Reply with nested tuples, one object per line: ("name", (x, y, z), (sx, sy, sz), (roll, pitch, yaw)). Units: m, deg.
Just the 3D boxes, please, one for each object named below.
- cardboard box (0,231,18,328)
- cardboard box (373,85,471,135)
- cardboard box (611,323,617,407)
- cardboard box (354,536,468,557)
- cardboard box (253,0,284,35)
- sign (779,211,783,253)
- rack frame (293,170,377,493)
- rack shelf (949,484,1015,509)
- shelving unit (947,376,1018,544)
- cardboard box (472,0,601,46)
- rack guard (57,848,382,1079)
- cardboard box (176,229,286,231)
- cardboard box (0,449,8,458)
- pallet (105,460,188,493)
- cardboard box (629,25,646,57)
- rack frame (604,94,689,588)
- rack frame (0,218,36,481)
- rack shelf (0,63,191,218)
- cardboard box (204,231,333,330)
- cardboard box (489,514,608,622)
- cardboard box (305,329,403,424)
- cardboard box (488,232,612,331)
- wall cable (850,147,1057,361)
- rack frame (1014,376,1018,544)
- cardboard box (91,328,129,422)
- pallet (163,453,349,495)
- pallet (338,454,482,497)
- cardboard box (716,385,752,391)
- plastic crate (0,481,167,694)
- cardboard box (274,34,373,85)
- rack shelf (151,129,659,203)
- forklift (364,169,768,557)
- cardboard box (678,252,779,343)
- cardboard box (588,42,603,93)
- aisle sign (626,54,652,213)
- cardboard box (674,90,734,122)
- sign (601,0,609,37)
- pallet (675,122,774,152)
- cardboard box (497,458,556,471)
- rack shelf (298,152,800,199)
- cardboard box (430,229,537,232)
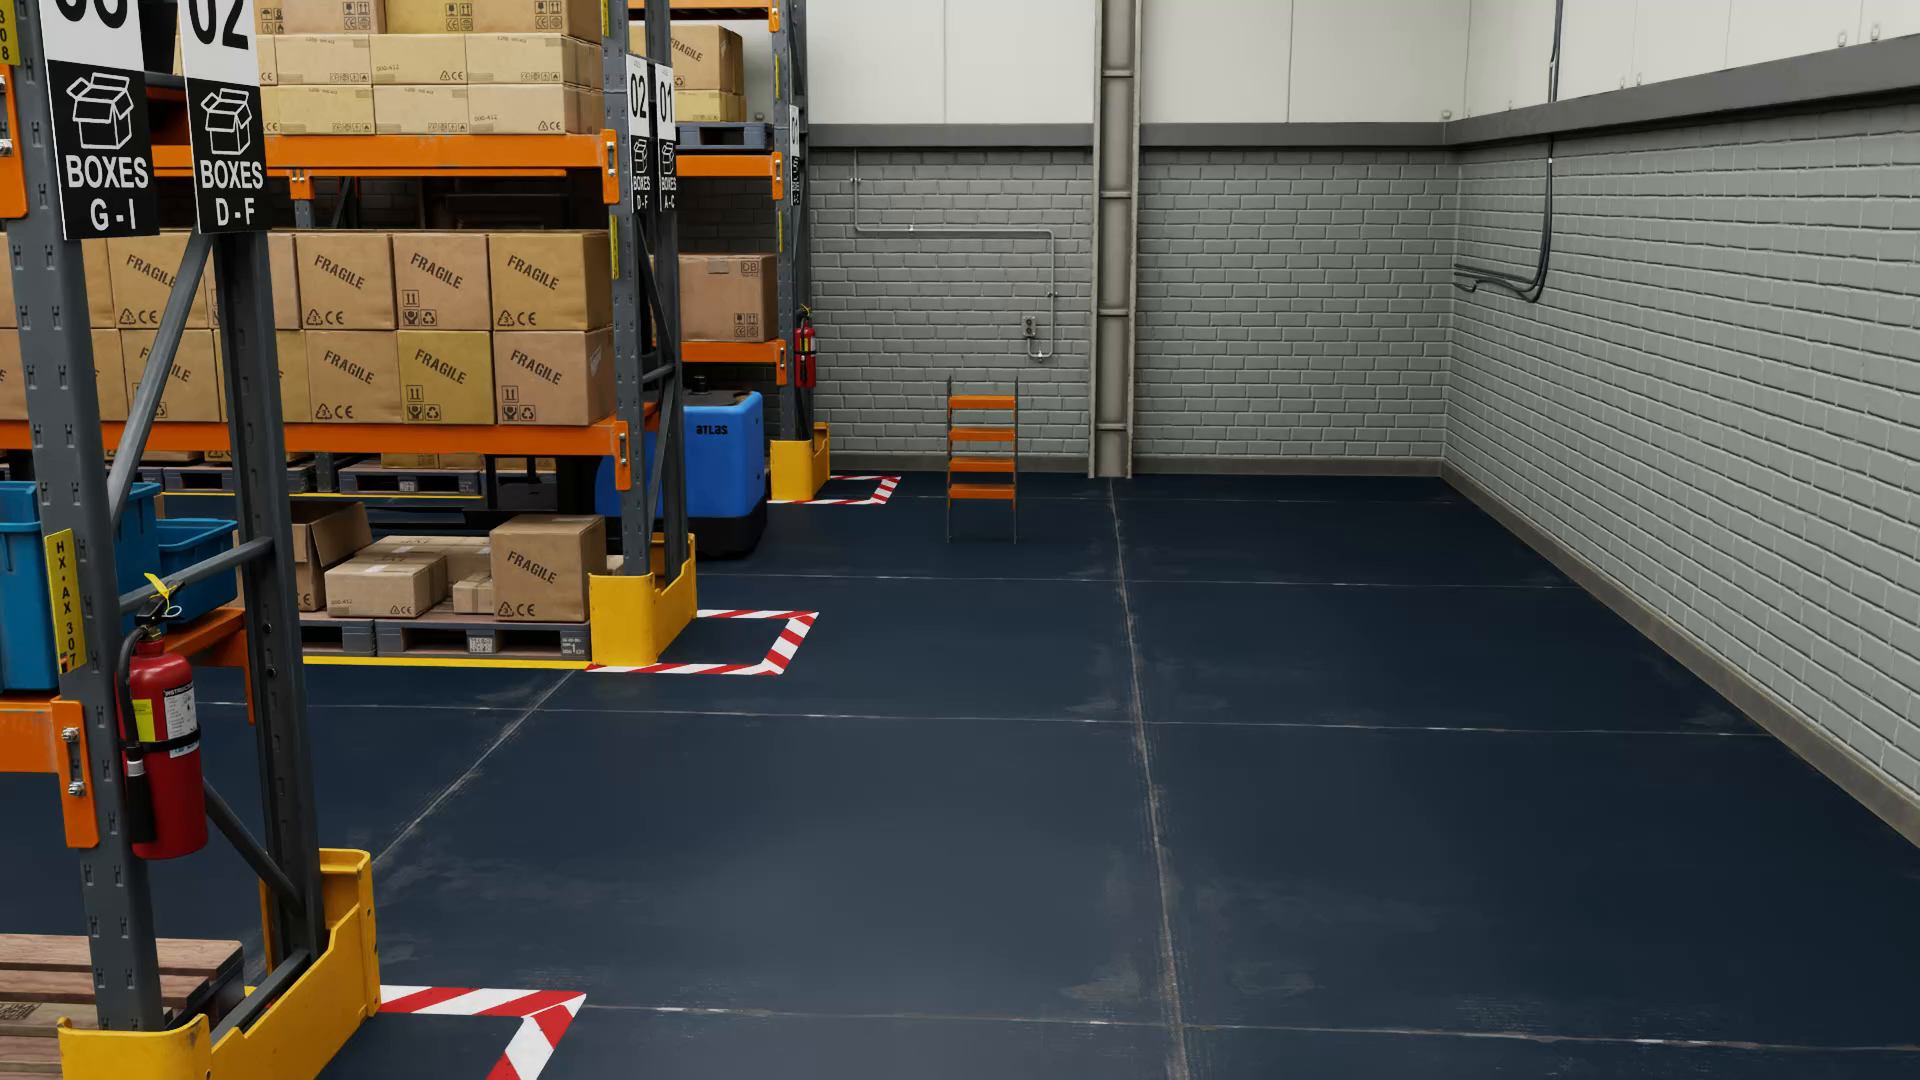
("cardboard box", (-5.261, -1.431, 9.099), (0.500, 0.500, 0.500), (1, 12, 5))
("cardboard box", (-2.750, -2.259, 8.783), (0.500, 0.250, 0.500), (1, 12, 4))
("cardboard box", (-2.146, -1.011, 9.531), (0.500, 0.500, 0.500), (1, 12, 5))
("cardboard box", (-3.243, 0.149, 9.870), (0.500, 0.250, 0.500), (1, 12, 4))
("cardboard box", (-3.727, -2.948, 9.021), (0.500, 0.500, 0.700), (1, 12, 4))
("sign", (-1.444, -2.486, 13.421), (0.005, 0.325, 0.100), (1, 12, 4))
("rack frame", (-5.385, -1.969, 14.355), (0.127, 3.000, 1.000), (1, 12, 4))
("rack shelf", (0.165, -0.325, 12.189), (0.480, 0.148, 0.258), (1, 12, 4))
("shelving unit", (0.165, -0.585, 12.134), (0.503, 1.200, 0.258), (1, 12, 4))
("cardboard box", (-2.235, -2.912, 8.853), (0.500, 0.500, 0.700), (1, 12, 4))
("rack guard", (-2.031, 1.331, 4.685), (0.348, 0.500, 1.175), (1, 12, 4))
("cardboard box", (-4.176, -1.528, 9.560), (0.500, 0.500, 0.500), (1, 12, 4))
("cardboard box", (-8.651, -1.140, 14.617), (0.750, 0.750, 0.750), (1, 12, 3))
("pallet", (-7.380, -0.615, 14.695), (1.213, 0.211, 1.003), (1, 12, 4))
("cardboard box", (-2.641, -3.894, 13.496), (0.500, 0.500, 0.500), (1, 12, 5))
("rack frame", (-1.721, -0.902, 9.255), (0.127, 3.000, 1.000), (1, 12, 4))
("rack frame", (-5.712, -0.957, 9.517), (0.127, 3.000, 1.000), (1, 12, 4))
("rack shelf", (-4.052, -1.034, 4.315), (4.000, 0.370, 1.077), (1, 12, 4))
("cardboard box", (-3.718, -1.410, 8.998), (0.500, 0.500, 0.500), (1, 12, 6))
("cardboard box", (-2.280, 0.149, 9.261), (0.500, 0.500, 0.500), (1, 12, 4))
("cardboard box", (-3.202, -0.916, 9.077), (0.500, 0.500, 0.500), (1, 12, 4))
("cardboard box", (-2.184, -1.390, 8.903), (0.500, 0.500, 0.500), (1, 12, 3))
("wall cable", (-0.053, -2.587, 14.829), (1.851, 1.984, 0.084), (1, 12, 4))
("rack frame", (0.409, -0.582, 12.118), (0.015, 1.200, 0.240), (1, 12, 4))
("cardboard box", (-4.711, -0.937, 9.177), (0.500, 0.500, 0.500), (1, 12, 5))
("pallet", (-6.160, -0.599, 14.617), (1.213, 0.211, 1.003), (1, 12, 4))
("pallet", (-4.632, -0.578, 14.514), (1.213, 0.211, 1.003), (1, 12, 4))
("cardboard box", (-1.961, -1.242, 14.375), (0.250, 0.149, 0.380), (1, 12, 4))
("plastic crate", (-2.403, 0.097, 4.248), (0.499, 0.435, 0.616), (1, 12, 4))
("cardboard box", (-3.248, -2.511, 8.766), (0.500, 0.250, 0.500), (1, 12, 4))
("rack shelf", (-3.717, -2.046, 9.153), (4.000, 0.370, 1.077), (1, 12, 4))
("forklift", (-2.967, -1.400, 11.803), (3.031, 2.935, 1.130), (0, 12, 1))
("cardboard box", (-1.903, -2.066, 14.086), (0.700, 0.700, 0.980), (1, 12, 6))
("cardboard box", (-2.216, -2.602, 9.200), (0.500, 0.250, 0.500), (1, 12, 4))
("aisle sign", (-1.674, -2.111, 8.685), (0.004, 0.787, 0.394), (1, 12, 4))
("cardboard box", (-2.142, -3.519, 13.537), (0.500, 0.250, 0.500), (1, 12, 5))
("sign", (-1.778, -2.691, 8.317), (0.005, 0.325, 0.100), (1, 12, 4))
("pallet", (-2.135, -3.347, 13.834), (1.213, 0.211, 1.003), (1, 12, 4))
("cardboard box", (-3.633, -0.905, 14.347), (0.500, 0.500, 0.700), (1, 12, 5))
("rack shelf", (-3.389, -3.058, 13.991), (4.000, 0.370, 1.077), (1, 12, 4))
("cardboard box", (-2.668, -1.506, 9.456), (0.500, 0.500, 0.500), (1, 12, 4))
